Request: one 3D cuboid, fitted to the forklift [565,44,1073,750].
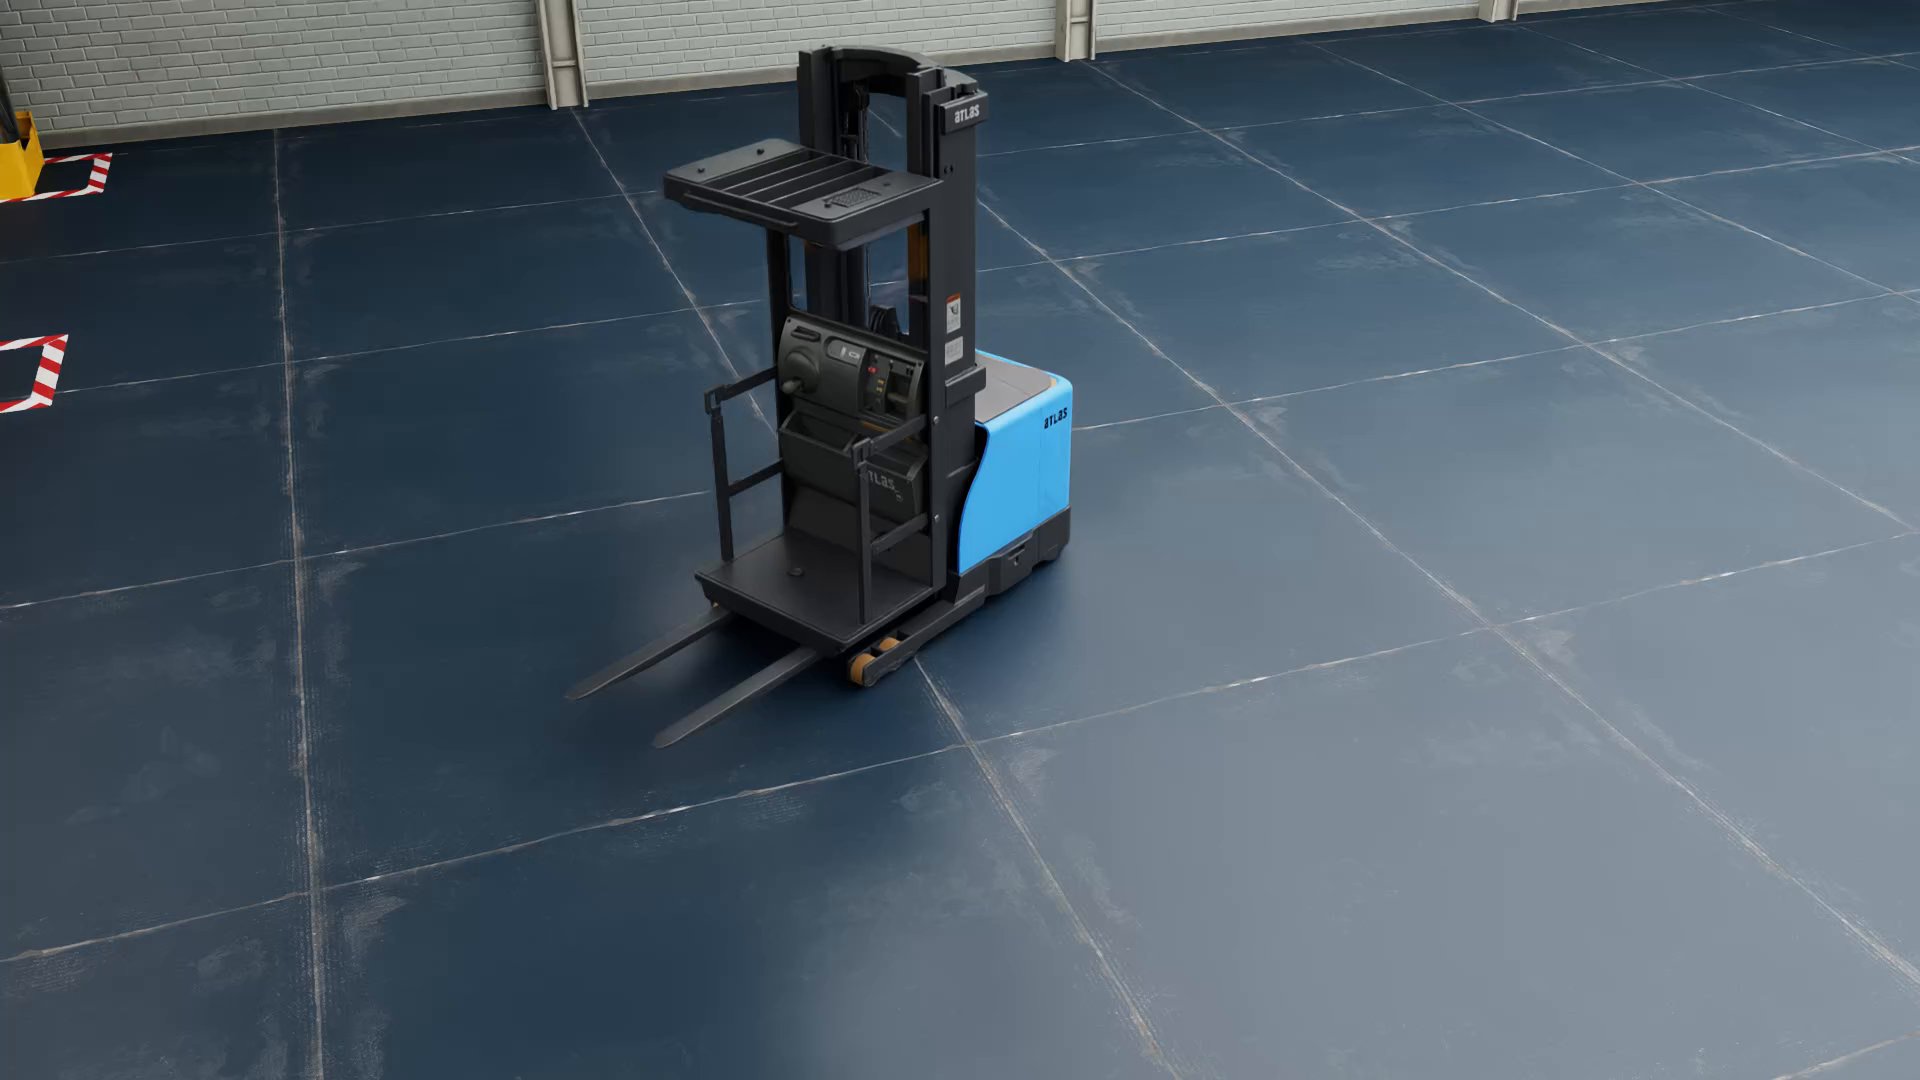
[{"bbox_3d":[-0.685,-0.807,8.205,1.130,2.935,3.031,22,36,33],"label":"forklift"}]

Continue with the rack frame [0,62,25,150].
[{"bbox_3d":[-8.909,-4.697,14.964,0.127,3.000,1.000,-10,31,-18],"label":"rack frame"}]

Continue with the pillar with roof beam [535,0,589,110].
[{"bbox_3d":[-2.752,-6.640,12.314,0.400,9.000,9.100,-10,31,-18],"label":"pillar with roof beam"}]

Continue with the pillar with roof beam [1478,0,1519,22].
[{"bbox_3d":[8.495,-8.711,15.949,0.400,9.000,9.100,-10,31,-18],"label":"pillar with roof beam"}]

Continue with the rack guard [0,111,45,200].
[{"bbox_3d":[-8.887,-3.615,15.590,0.348,0.500,1.175,-10,31,-18],"label":"rack guard"}]

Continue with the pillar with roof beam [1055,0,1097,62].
[{"bbox_3d":[2.872,-7.675,14.131,0.400,9.000,9.100,-10,31,-18],"label":"pillar with roof beam"}]
